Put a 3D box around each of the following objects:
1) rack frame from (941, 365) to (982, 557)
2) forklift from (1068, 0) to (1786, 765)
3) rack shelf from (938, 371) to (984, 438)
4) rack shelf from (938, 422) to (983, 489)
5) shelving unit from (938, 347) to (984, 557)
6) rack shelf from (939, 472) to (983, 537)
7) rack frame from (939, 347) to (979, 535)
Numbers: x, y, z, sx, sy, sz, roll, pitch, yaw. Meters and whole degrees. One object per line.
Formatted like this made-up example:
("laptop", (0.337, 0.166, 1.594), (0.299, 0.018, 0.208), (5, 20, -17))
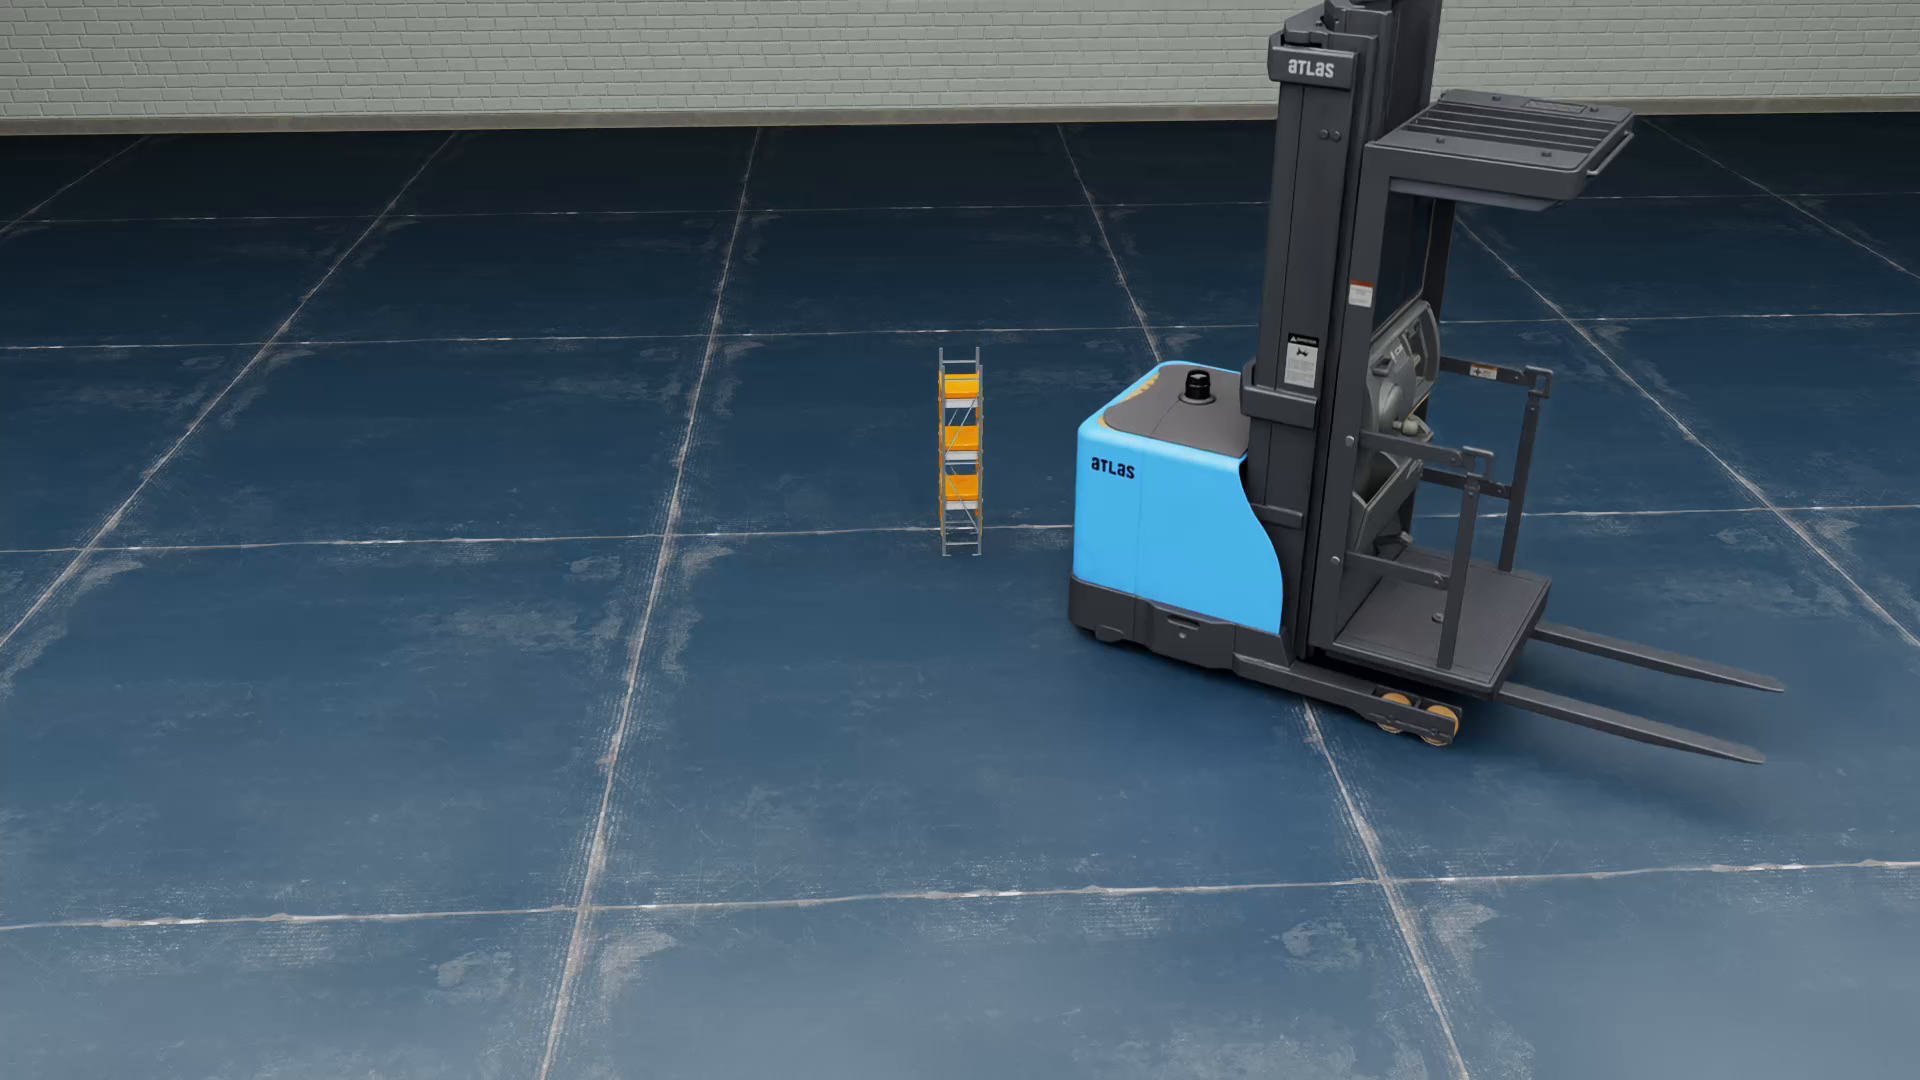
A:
("rack frame", (0.009, -0.384, 8.352), (0.200, 1.050, 0.008), (-1, 28, -3))
("forklift", (2.045, -0.706, 6.935), (3.031, 2.935, 1.130), (15, 31, 27))
("rack shelf", (0.003, -0.683, 8.334), (0.215, 0.259, 0.240), (-1, 28, -3))
("rack shelf", (0.003, -0.431, 8.465), (0.215, 0.259, 0.240), (-1, 28, -3))
("shelving unit", (0.003, -0.441, 8.460), (0.215, 1.050, 0.252), (-1, 28, -3))
("rack shelf", (0.003, -0.185, 8.593), (0.215, 0.259, 0.240), (-1, 28, -3))
("rack frame", (-0.004, -0.497, 8.568), (0.200, 1.050, 0.008), (-1, 28, -3))
